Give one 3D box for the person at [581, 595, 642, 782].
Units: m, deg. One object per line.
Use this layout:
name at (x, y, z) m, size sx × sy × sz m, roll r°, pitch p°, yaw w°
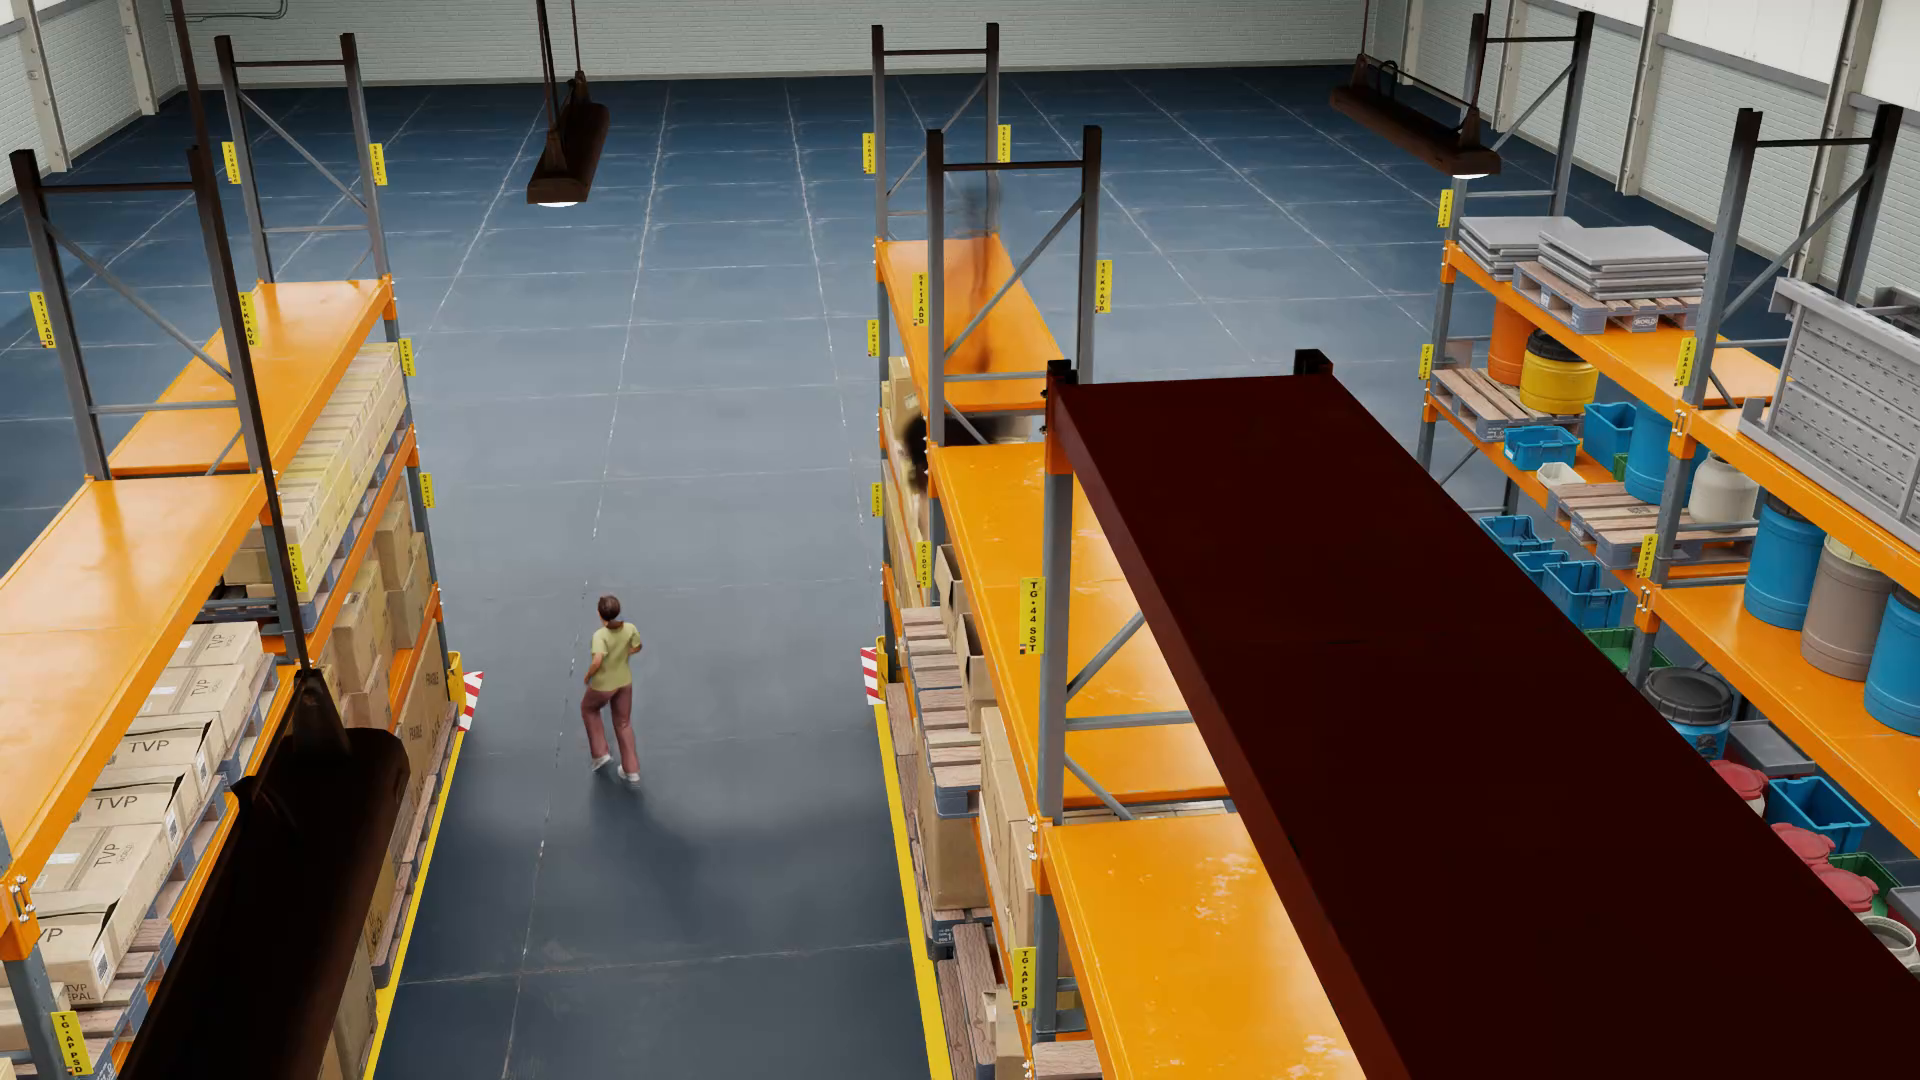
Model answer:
person at (-2.878, 1.258, 13.987) m, size 0.593 × 1.708 × 0.664 m, roll -21°, pitch 33°, yaw -37°
